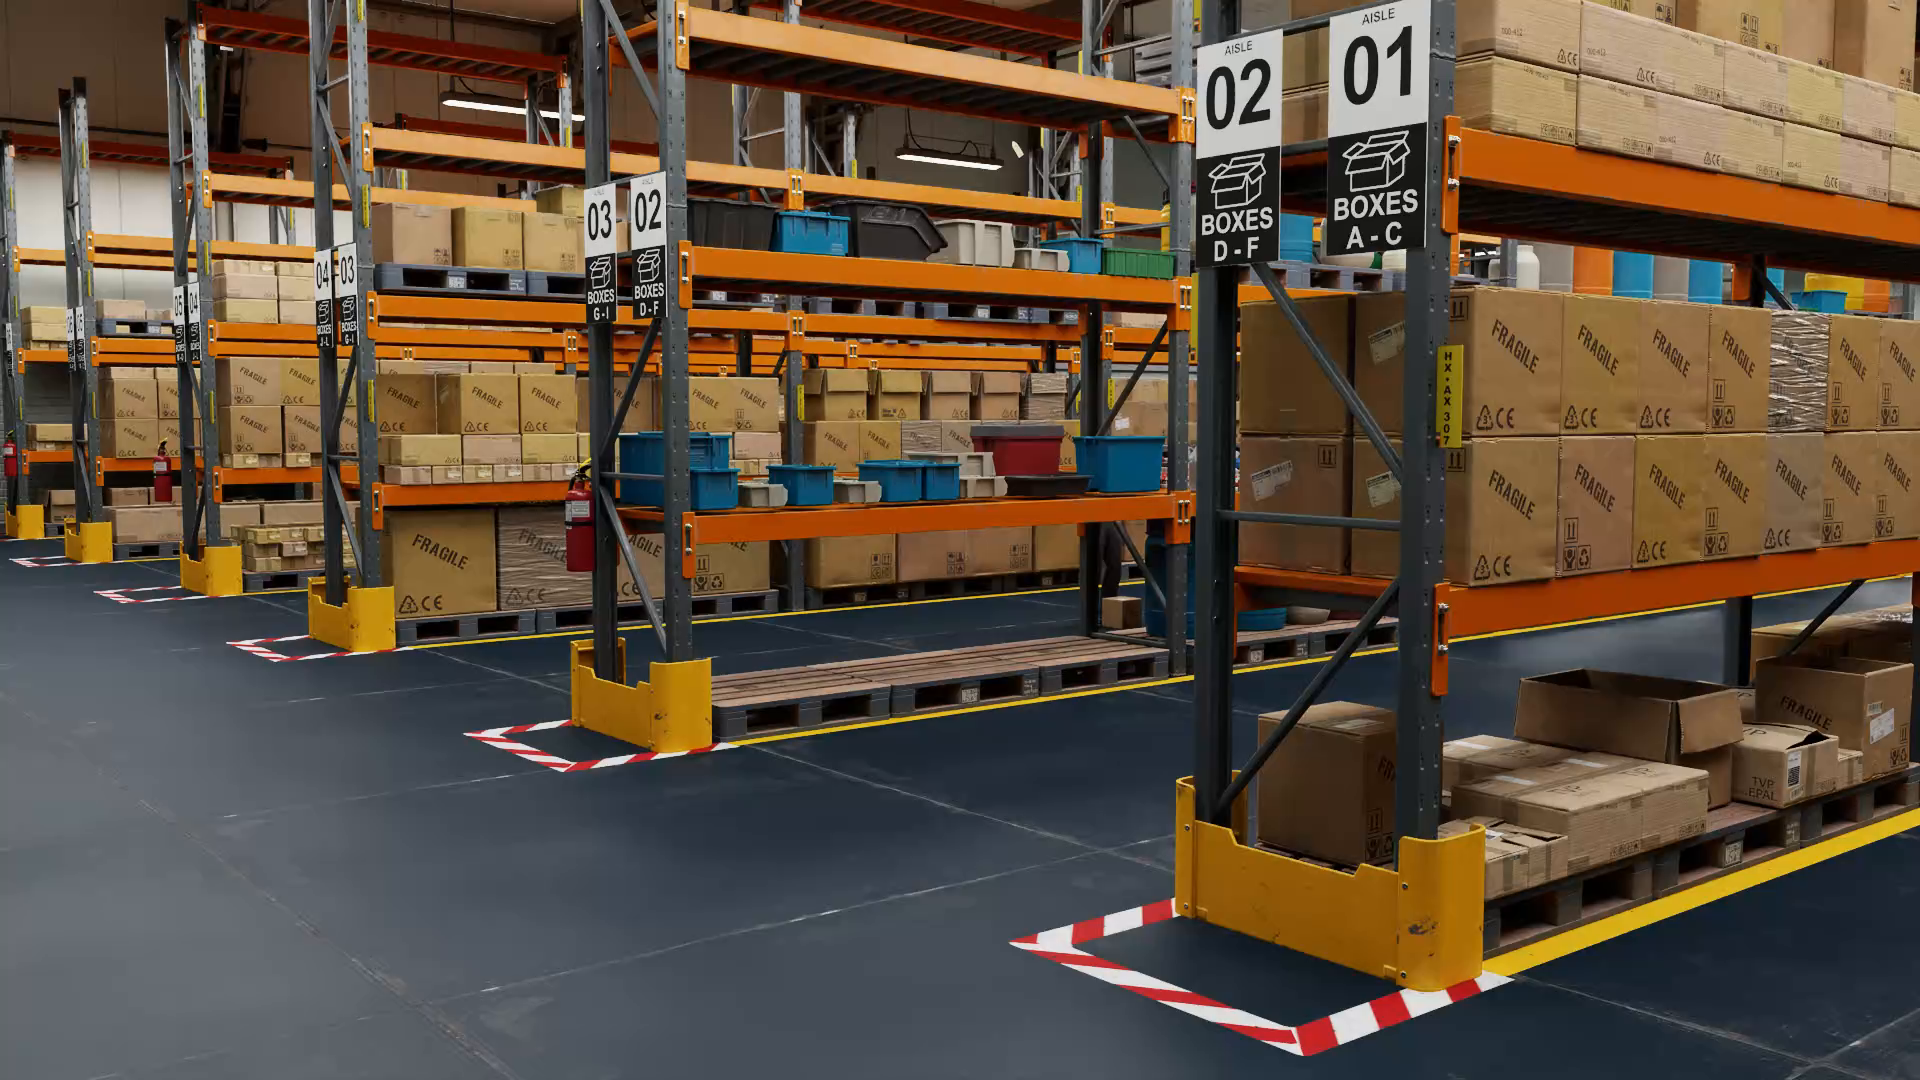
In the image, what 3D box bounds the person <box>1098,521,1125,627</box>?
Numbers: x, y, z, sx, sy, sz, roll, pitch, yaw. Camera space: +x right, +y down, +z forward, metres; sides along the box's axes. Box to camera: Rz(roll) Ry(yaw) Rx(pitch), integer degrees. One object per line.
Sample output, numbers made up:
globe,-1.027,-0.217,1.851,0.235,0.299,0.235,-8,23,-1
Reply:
person,1.268,-0.075,14.749,0.506,1.655,0.346,-3,6,-38
